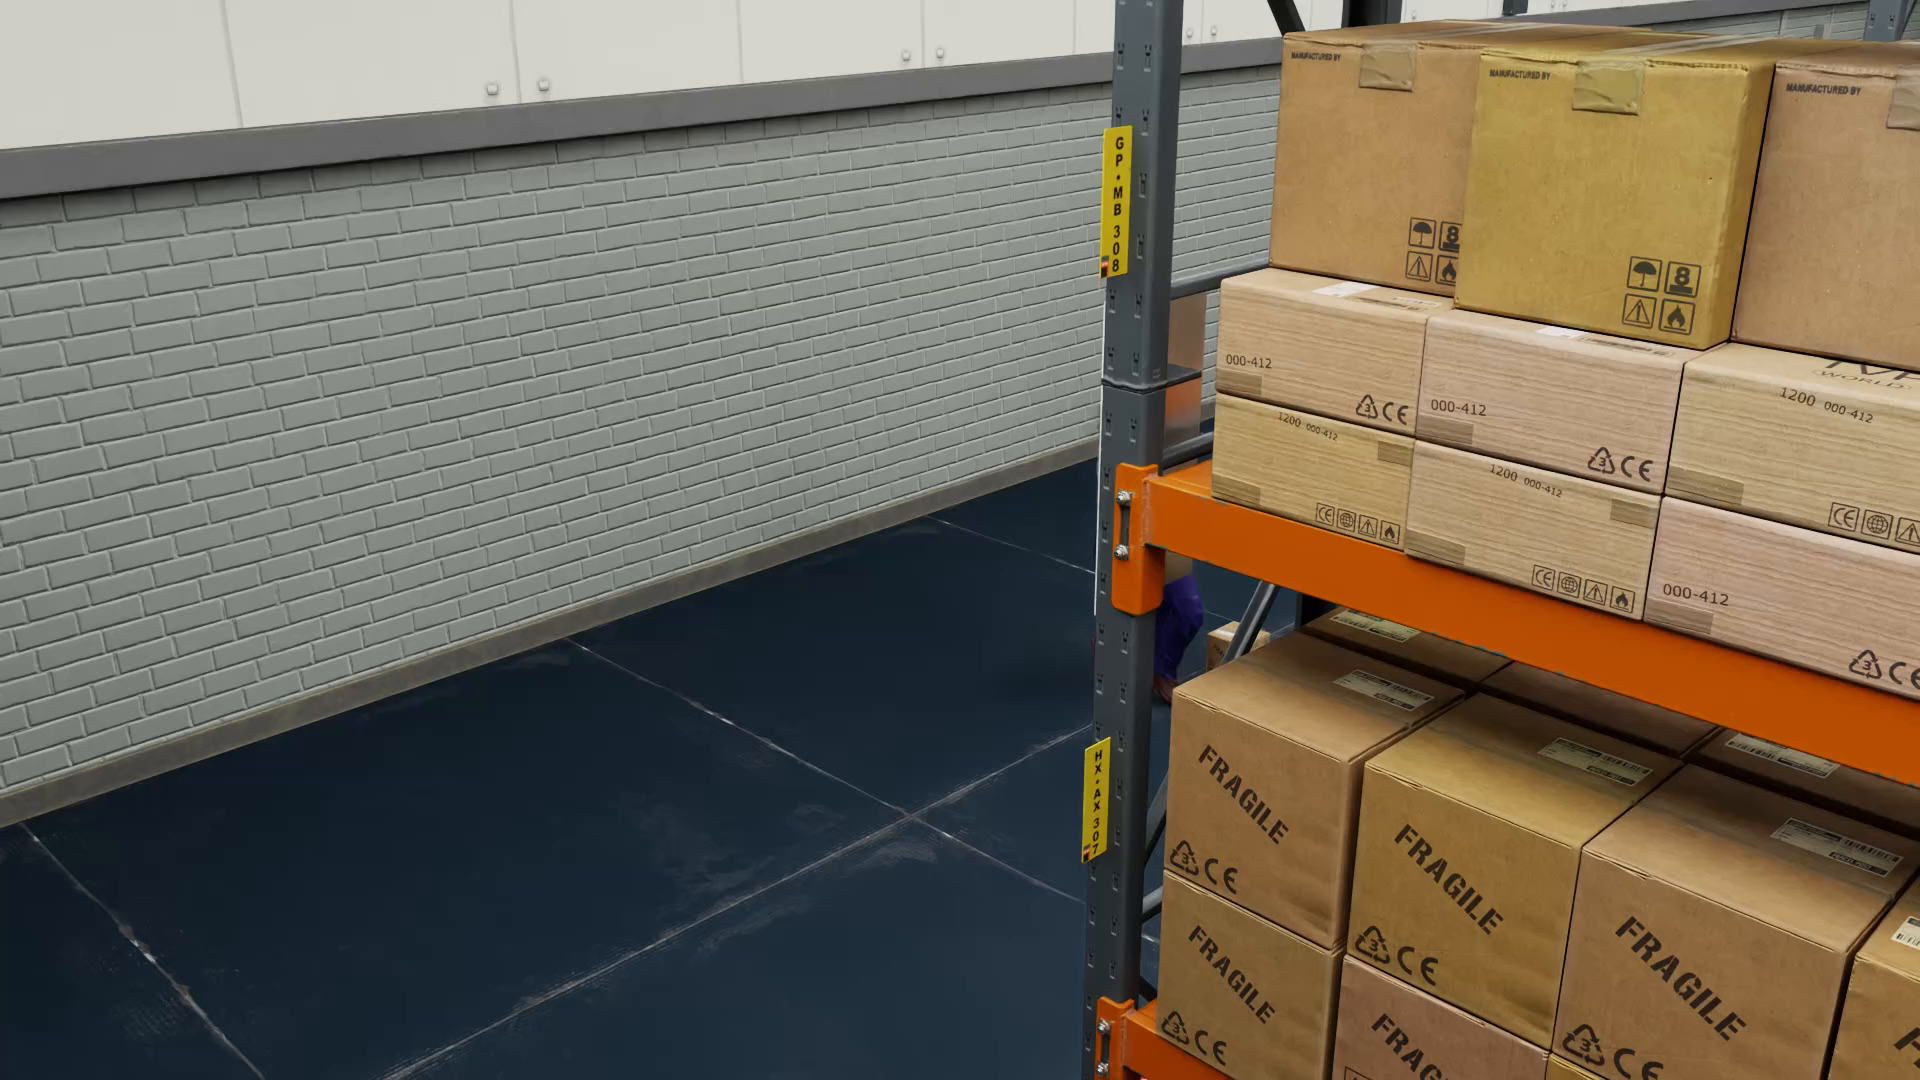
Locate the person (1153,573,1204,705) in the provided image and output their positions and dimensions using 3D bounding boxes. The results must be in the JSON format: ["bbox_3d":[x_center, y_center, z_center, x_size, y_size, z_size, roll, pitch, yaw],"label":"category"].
[{"bbox_3d":[1.123,0.069,8.930,0.463,1.658,0.523,6,22,17],"label":"person"}]
